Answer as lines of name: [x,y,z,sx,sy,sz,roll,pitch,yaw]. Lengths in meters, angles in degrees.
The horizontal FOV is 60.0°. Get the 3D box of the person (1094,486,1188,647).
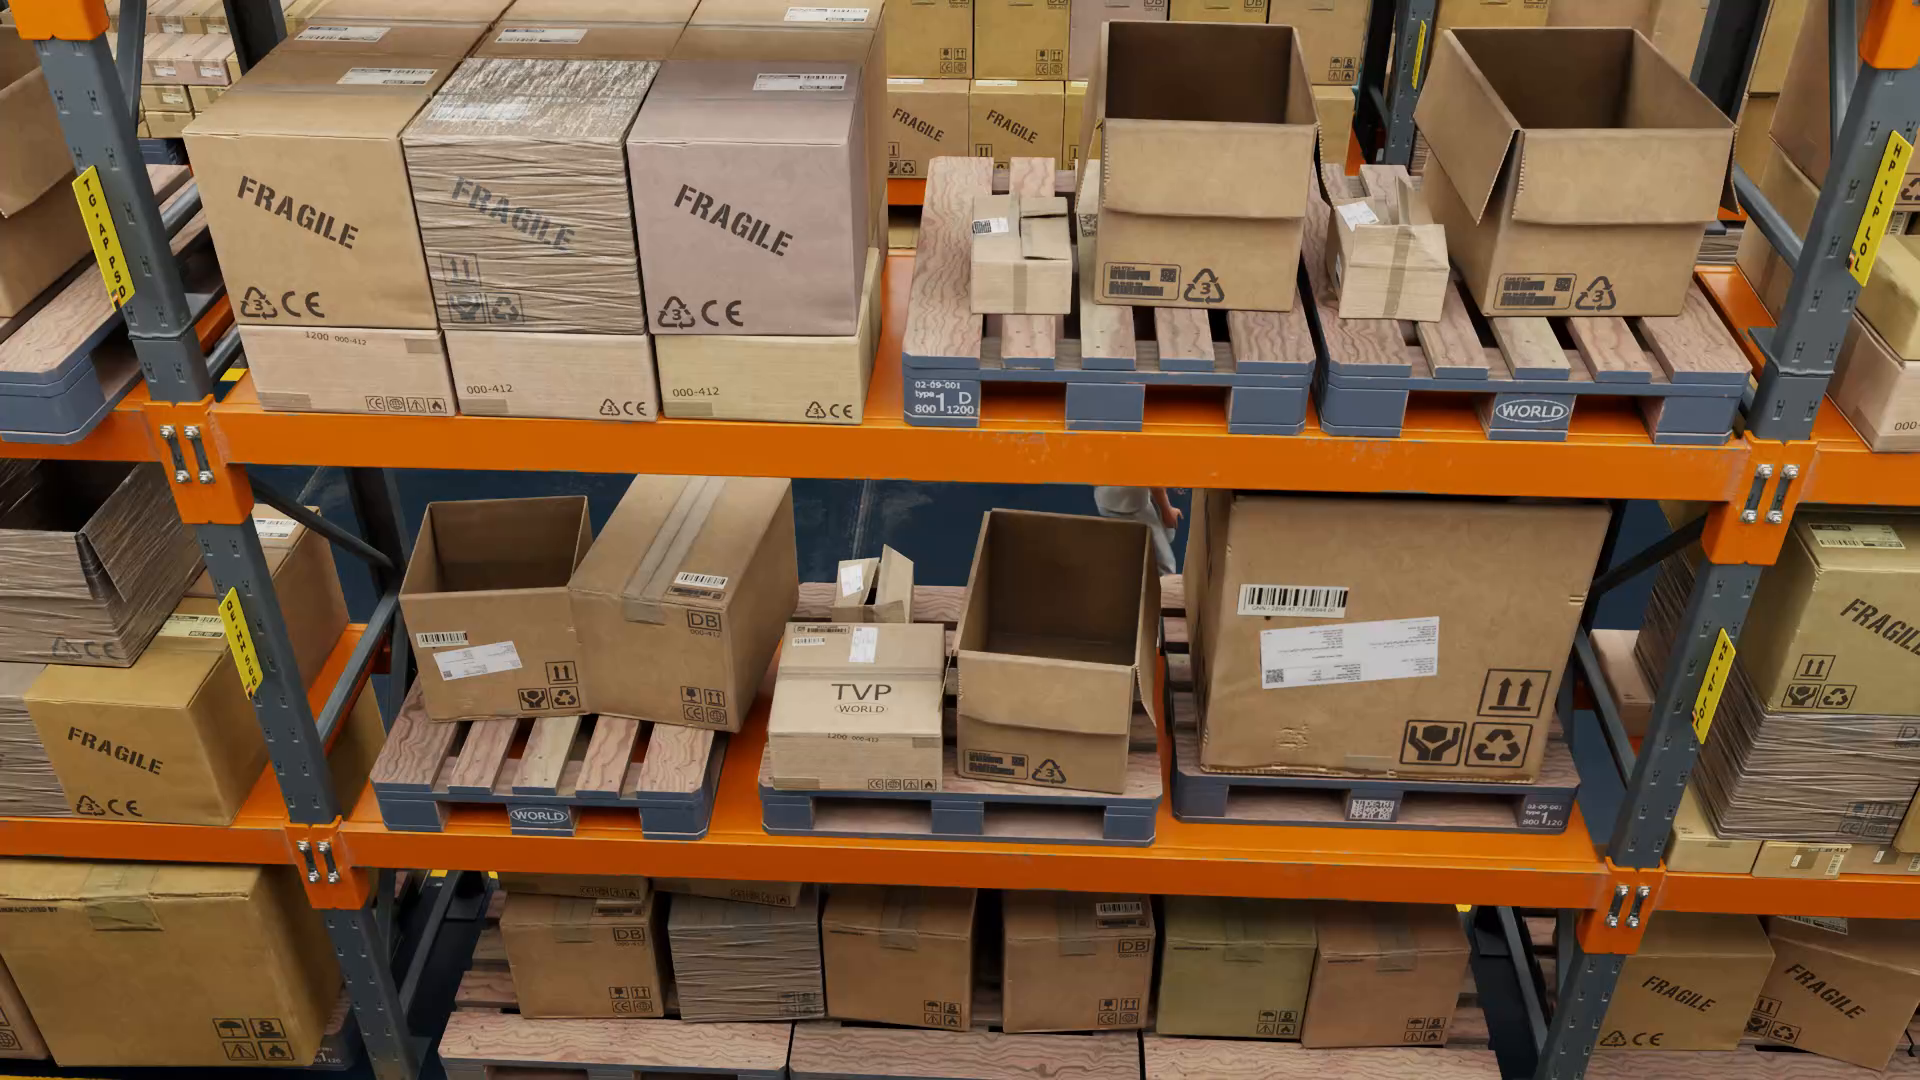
person: [0.838,-0.223,7.520,0.466,1.573,0.475,2,36,3]
